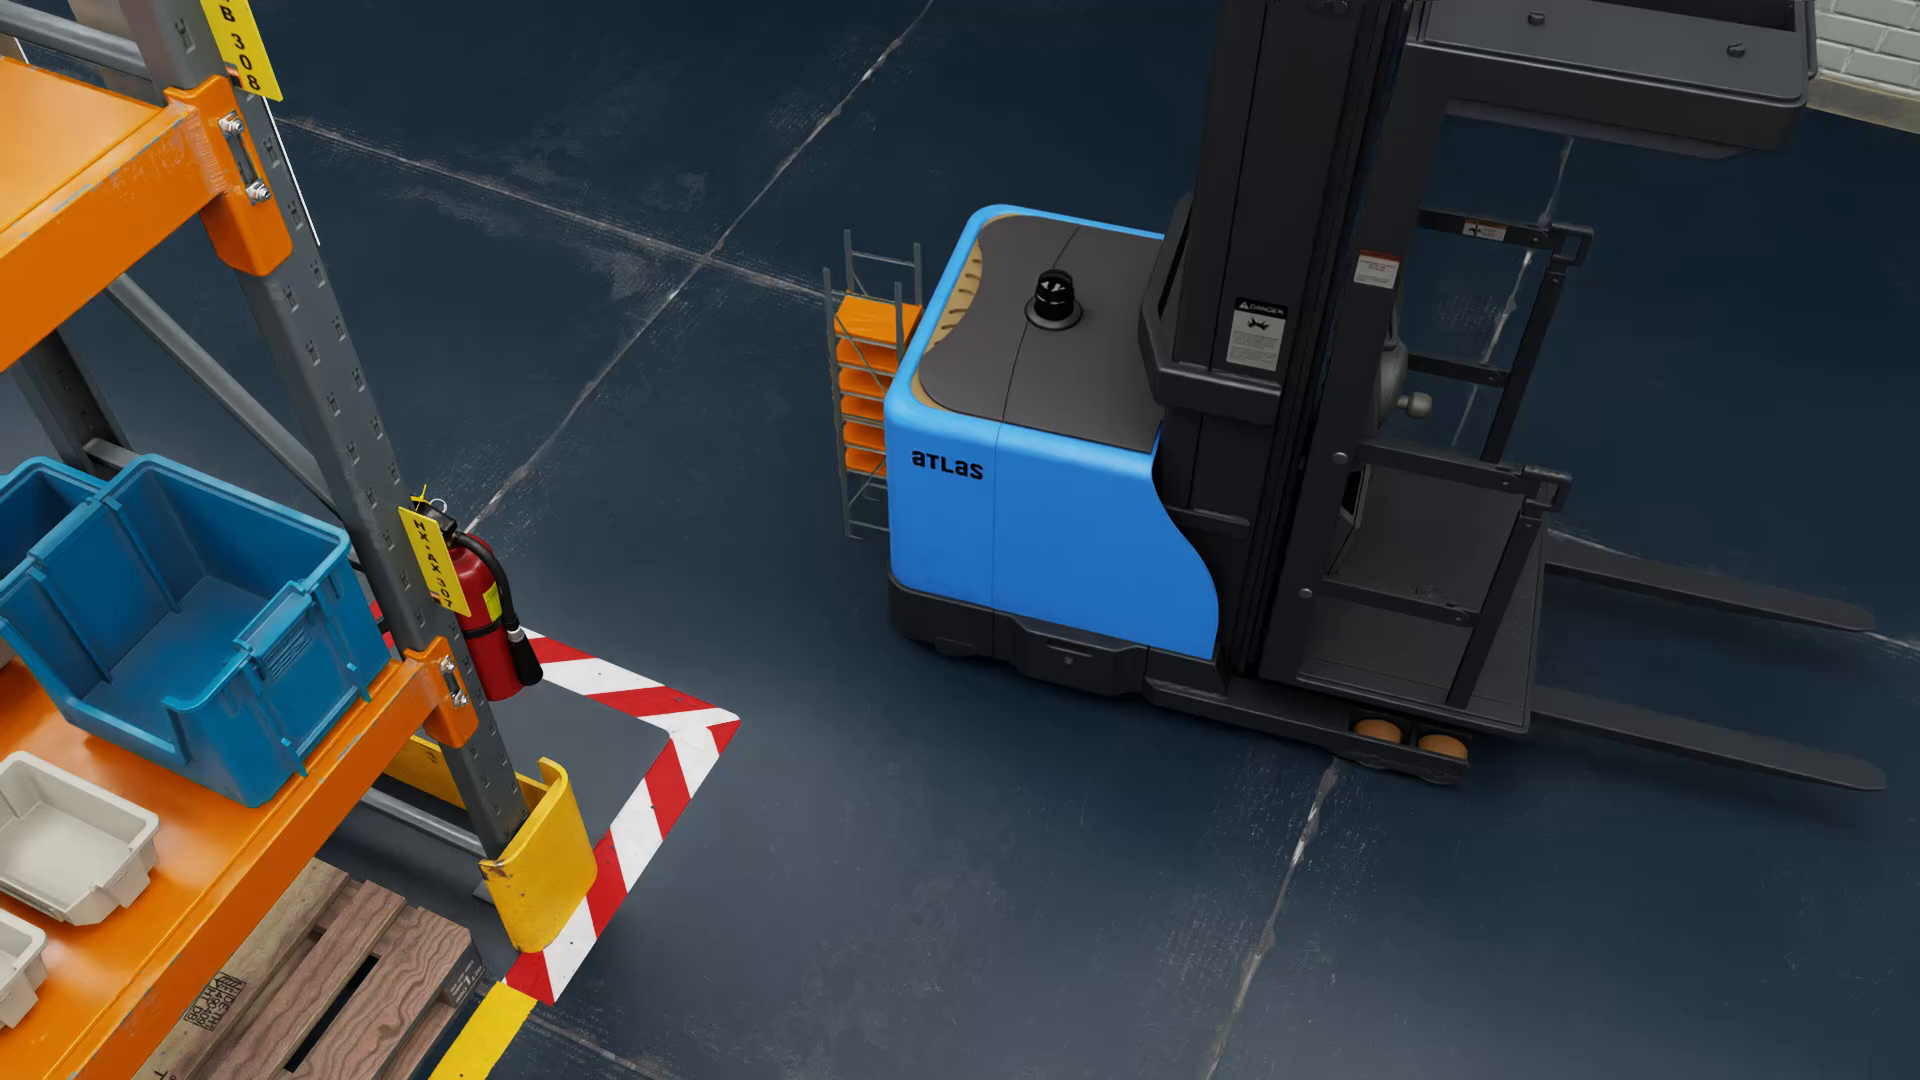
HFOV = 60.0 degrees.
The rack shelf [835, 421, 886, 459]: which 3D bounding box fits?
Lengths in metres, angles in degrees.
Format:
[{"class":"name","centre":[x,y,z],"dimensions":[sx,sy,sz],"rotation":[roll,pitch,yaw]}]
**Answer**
[{"class":"rack shelf","centre":[-0.256,-0.338,5.465],"dimensions":[0.258,0.103,0.180],"rotation":[13,51,11]}]

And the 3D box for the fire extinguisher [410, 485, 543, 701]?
[{"class":"fire extinguisher","centre":[-1.174,0.126,3.969],"dimensions":[0.296,0.674,0.183],"rotation":[20,52,16]}]

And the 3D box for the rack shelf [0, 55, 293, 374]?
[{"class":"rack shelf","centre":[-2.503,0.575,1.794],"dimensions":[1.077,0.370,4.000],"rotation":[20,52,16]}]

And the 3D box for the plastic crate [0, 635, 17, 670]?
[{"class":"plastic crate","centre":[-2.264,0.259,3.694],"dimensions":[0.250,0.136,0.298],"rotation":[20,52,16]}]

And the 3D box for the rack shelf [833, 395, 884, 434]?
[{"class":"rack shelf","centre":[-0.256,-0.416,5.374],"dimensions":[0.258,0.103,0.180],"rotation":[13,51,11]}]

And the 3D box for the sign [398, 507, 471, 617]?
[{"class":"sign","centre":[-1.145,0.051,3.630],"dimensions":[0.100,0.325,0.005],"rotation":[20,52,16]}]

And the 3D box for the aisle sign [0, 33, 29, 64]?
[{"class":"aisle sign","centre":[-1.887,-1.052,2.969],"dimensions":[0.394,0.787,0.004],"rotation":[20,52,16]}]

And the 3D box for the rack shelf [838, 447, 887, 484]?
[{"class":"rack shelf","centre":[-0.256,-0.260,5.556],"dimensions":[0.258,0.103,0.180],"rotation":[13,51,11]}]

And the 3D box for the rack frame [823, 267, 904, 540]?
[{"class":"rack frame","centre":[-0.283,-0.378,5.283],"dimensions":[0.240,1.200,0.006],"rotation":[13,51,11]}]

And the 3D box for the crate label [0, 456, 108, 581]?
[{"class":"crate label","centre":[-2.052,0.034,3.822],"dimensions":[0.416,0.233,0.303],"rotation":[20,52,16]}]

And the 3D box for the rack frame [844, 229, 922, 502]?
[{"class":"rack frame","centre":[-0.230,-0.511,5.397],"dimensions":[0.240,1.200,0.006],"rotation":[13,51,11]}]

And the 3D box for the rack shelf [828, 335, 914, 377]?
[{"class":"rack shelf","centre":[-0.257,-0.572,5.191],"dimensions":[0.258,0.103,0.180],"rotation":[13,51,11]}]

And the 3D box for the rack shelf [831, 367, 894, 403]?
[{"class":"rack shelf","centre":[-0.257,-0.494,5.282],"dimensions":[0.258,0.103,0.180],"rotation":[13,51,11]}]

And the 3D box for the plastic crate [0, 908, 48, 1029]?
[{"class":"plastic crate","centre":[-1.971,0.818,3.218],"dimensions":[0.396,0.136,0.243],"rotation":[20,52,16]}]

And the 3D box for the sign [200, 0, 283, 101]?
[{"class":"sign","centre":[-1.145,-0.834,2.589],"dimensions":[0.100,0.325,0.005],"rotation":[20,52,16]}]

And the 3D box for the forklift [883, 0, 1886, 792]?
[{"class":"forklift","centre":[1.343,-0.656,4.384],"dimensions":[3.031,2.935,1.130],"rotation":[13,51,11]}]

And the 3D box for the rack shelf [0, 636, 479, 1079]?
[{"class":"rack shelf","centre":[-2.503,1.547,2.937],"dimensions":[1.077,0.370,4.000],"rotation":[20,52,16]}]

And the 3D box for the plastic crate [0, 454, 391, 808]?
[{"class":"plastic crate","centre":[-1.623,0.197,3.550],"dimensions":[0.616,0.435,0.499],"rotation":[20,52,16]}]

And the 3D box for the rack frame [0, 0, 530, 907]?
[{"class":"rack frame","centre":[-1.649,-0.063,3.834],"dimensions":[1.000,3.000,0.127],"rotation":[20,52,16]}]

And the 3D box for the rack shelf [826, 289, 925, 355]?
[{"class":"rack shelf","centre":[-0.257,-0.649,5.100],"dimensions":[0.258,0.103,0.180],"rotation":[13,51,11]}]

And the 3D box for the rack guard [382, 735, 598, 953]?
[{"class":"rack guard","centre":[-1.650,0.726,4.804],"dimensions":[1.175,0.500,0.348],"rotation":[20,52,16]}]

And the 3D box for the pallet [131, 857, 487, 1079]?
[{"class":"pallet","centre":[-2.036,1.395,4.424],"dimensions":[1.003,0.211,1.213],"rotation":[20,52,16]}]

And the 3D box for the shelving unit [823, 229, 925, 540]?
[{"class":"shelving unit","centre":[-0.256,-0.445,5.340],"dimensions":[0.258,1.200,0.189],"rotation":[13,51,11]}]

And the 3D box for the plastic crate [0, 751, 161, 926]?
[{"class":"plastic crate","centre":[-1.834,0.623,3.384],"dimensions":[0.396,0.136,0.243],"rotation":[20,52,16]}]

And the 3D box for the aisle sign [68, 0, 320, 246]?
[{"class":"aisle sign","centre":[-1.353,-0.860,2.805],"dimensions":[0.394,0.787,0.004],"rotation":[20,52,16]}]
